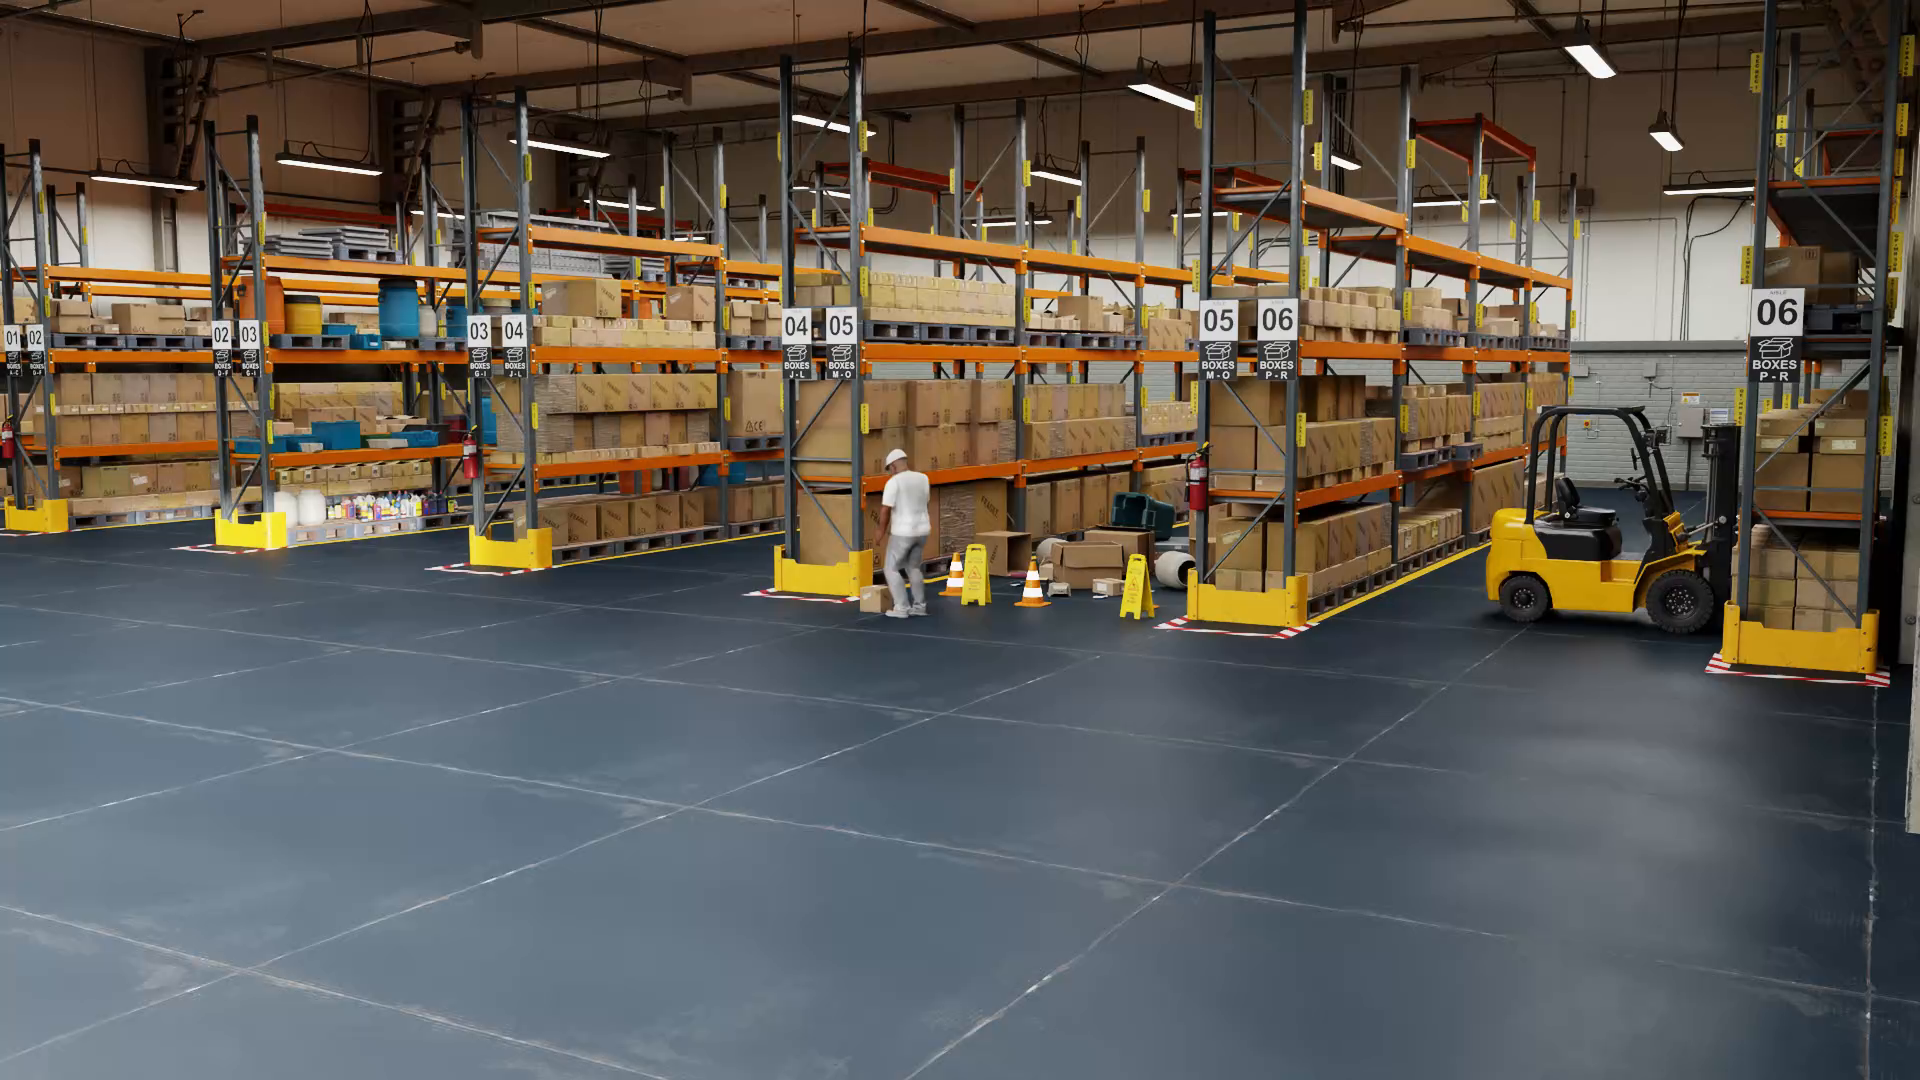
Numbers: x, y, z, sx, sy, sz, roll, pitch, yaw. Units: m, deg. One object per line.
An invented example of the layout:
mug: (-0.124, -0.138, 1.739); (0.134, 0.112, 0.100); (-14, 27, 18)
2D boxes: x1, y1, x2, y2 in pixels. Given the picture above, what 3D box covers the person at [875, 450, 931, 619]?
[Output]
person: (-0.574, -0.067, 16.973); (0.595, 1.707, 0.472); (-5, 8, -41)
